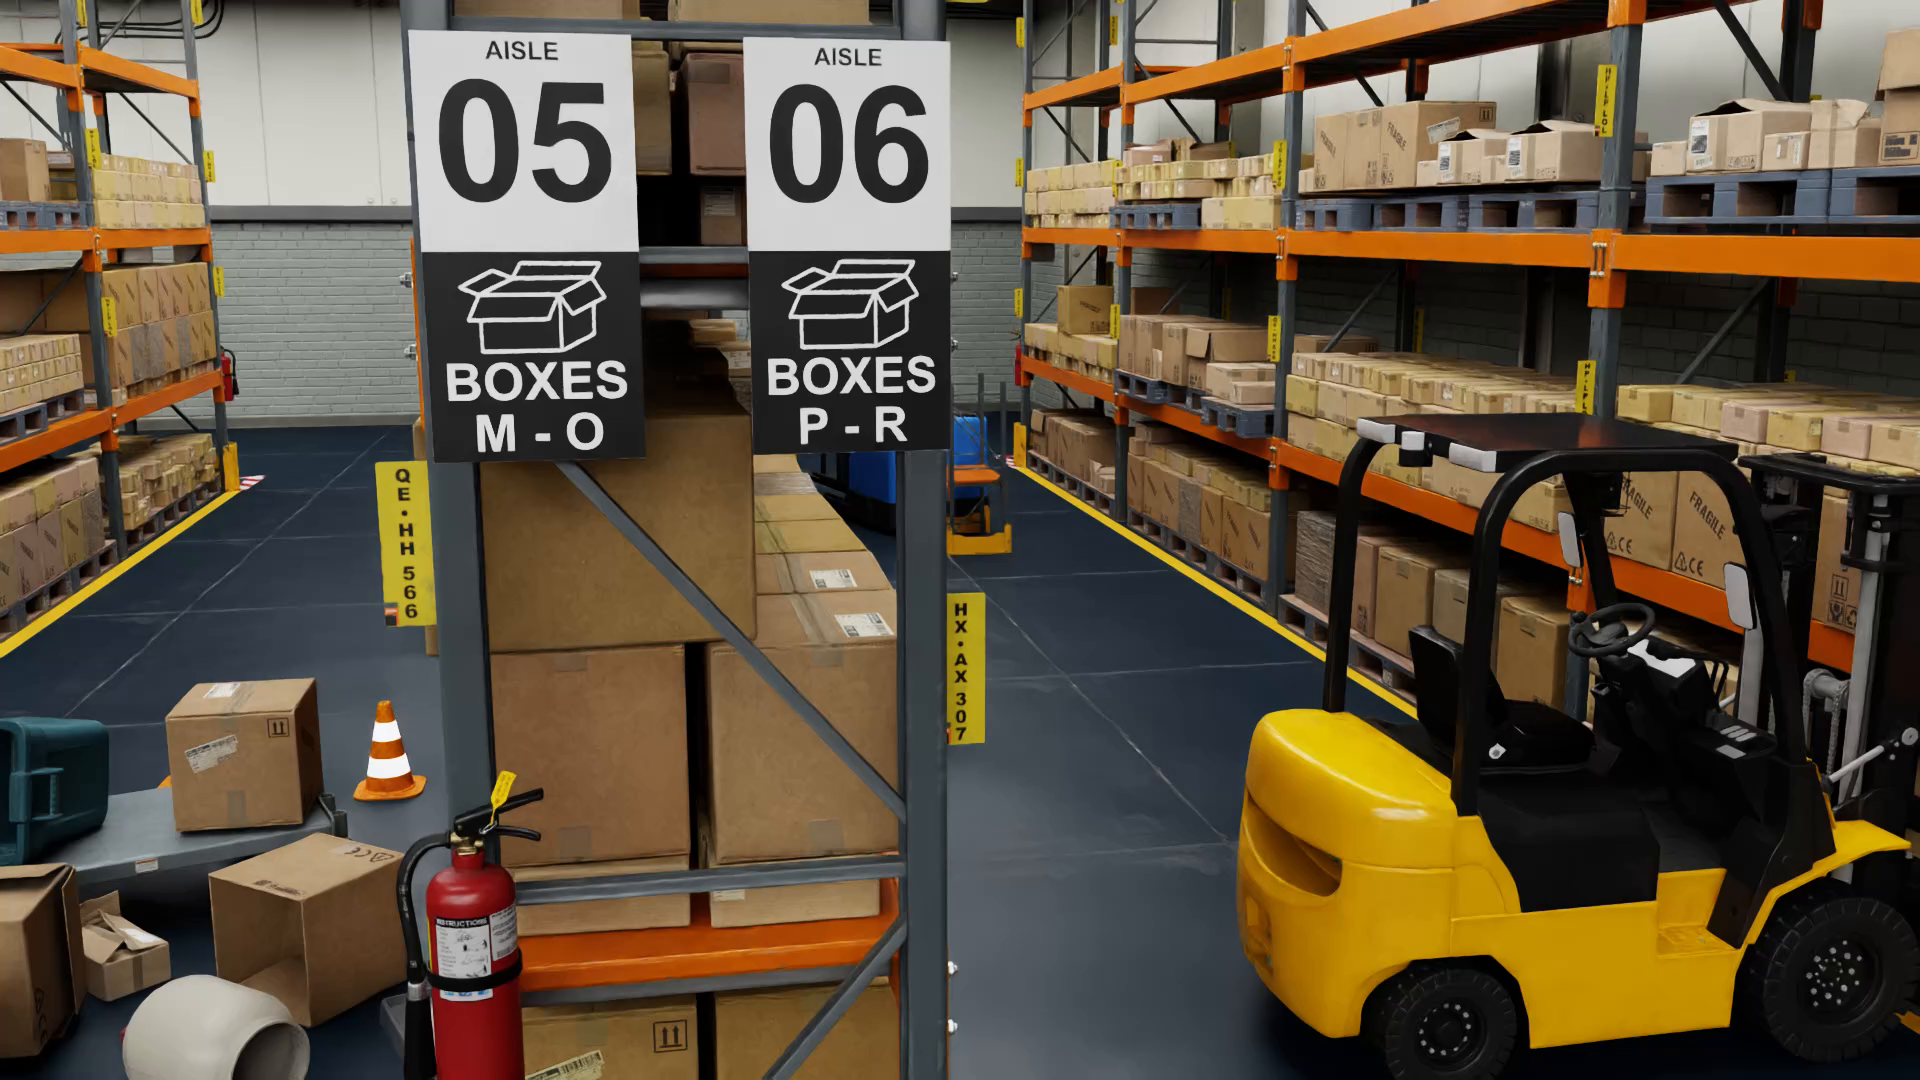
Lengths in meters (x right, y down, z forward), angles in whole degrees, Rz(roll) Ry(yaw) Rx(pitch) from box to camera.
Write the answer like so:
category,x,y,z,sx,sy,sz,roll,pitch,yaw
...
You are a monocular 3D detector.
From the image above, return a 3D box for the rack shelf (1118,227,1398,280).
category,x,y,z,sx,sy,sz,roll,pitch,yaw
rack shelf,2.395,-2.419,13.840,1.077,0.370,4.000,-2,11,-11

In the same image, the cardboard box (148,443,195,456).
category,x,y,z,sx,sy,sz,roll,pitch,yaw
cardboard box,-7.969,-0.889,16.810,0.380,0.149,0.250,-3,11,-13

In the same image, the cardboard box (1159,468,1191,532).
category,x,y,z,sx,sy,sz,roll,pitch,yaw
cardboard box,2.085,-0.358,14.673,0.500,0.500,0.500,-2,11,-13

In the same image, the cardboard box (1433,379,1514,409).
category,x,y,z,sx,sy,sz,roll,pitch,yaw
cardboard box,3.000,-0.854,9.714,0.380,0.149,0.250,-2,11,-11

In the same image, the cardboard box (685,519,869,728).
category,x,y,z,sx,sy,sz,roll,pitch,yaw
cardboard box,-0.553,0.236,4.927,0.500,0.500,0.500,-2,11,-12

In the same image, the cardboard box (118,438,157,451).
category,x,y,z,sx,sy,sz,roll,pitch,yaw
cardboard box,-8.536,-0.963,17.199,0.380,0.149,0.250,-2,11,-10

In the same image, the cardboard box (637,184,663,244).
category,x,y,z,sx,sy,sz,roll,pitch,yaw
cardboard box,-0.955,-0.833,4.252,0.380,0.149,0.250,-2,11,-11

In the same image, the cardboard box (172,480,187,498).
category,x,y,z,sx,sy,sz,roll,pitch,yaw
cardboard box,-7.848,-0.501,16.364,0.380,0.149,0.250,-2,11,-10

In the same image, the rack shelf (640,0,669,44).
category,x,y,z,sx,sy,sz,roll,pitch,yaw
rack shelf,-1.695,-2.782,8.791,1.077,0.370,4.000,-2,11,-11

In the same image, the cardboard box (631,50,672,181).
category,x,y,z,sx,sy,sz,roll,pitch,yaw
cardboard box,-0.892,-0.914,3.613,0.500,0.250,0.500,-2,11,-12

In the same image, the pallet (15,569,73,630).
category,x,y,z,sx,sy,sz,roll,pitch,yaw
pallet,-7.305,0.451,12.318,1.003,0.211,1.213,-2,11,-11

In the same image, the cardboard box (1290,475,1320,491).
category,x,y,z,sx,sy,sz,roll,pitch,yaw
cardboard box,2.836,-0.429,13.307,0.380,0.149,0.250,-2,11,-10

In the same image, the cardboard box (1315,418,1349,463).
category,x,y,z,sx,sy,sz,roll,pitch,yaw
cardboard box,2.723,-0.676,11.180,0.500,0.250,0.500,-2,11,-12

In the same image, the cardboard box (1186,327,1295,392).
category,x,y,z,sx,sy,sz,roll,pitch,yaw
cardboard box,2.285,-1.482,13.615,0.797,0.503,0.637,-2,11,-12

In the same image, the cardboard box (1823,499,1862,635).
category,x,y,z,sx,sy,sz,roll,pitch,yaw
cardboard box,3.686,0.124,6.310,0.500,0.500,0.500,-2,11,-11

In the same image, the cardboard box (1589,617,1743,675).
category,x,y,z,sx,sy,sz,roll,pitch,yaw
cardboard box,3.348,0.555,7.870,0.500,0.250,0.500,-2,11,-12

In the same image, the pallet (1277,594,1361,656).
category,x,y,z,sx,sy,sz,roll,pitch,yaw
pallet,2.906,0.590,11.586,1.003,0.211,1.213,-2,11,-11

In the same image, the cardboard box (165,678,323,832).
category,x,y,z,sx,sy,sz,roll,pitch,yaw
cardboard box,-3.047,0.909,7.114,0.500,0.500,0.500,-2,11,-11

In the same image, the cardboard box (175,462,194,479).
category,x,y,z,sx,sy,sz,roll,pitch,yaw
cardboard box,-7.877,-0.696,16.588,0.380,0.149,0.250,-2,11,-10

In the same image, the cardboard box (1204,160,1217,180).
category,x,y,z,sx,sy,sz,roll,pitch,yaw
cardboard box,2.174,-2.964,13.320,0.380,0.149,0.250,-2,11,-11

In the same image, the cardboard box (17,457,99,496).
category,x,y,z,sx,sy,sz,roll,pitch,yaw
cardboard box,-7.305,-0.506,13.440,0.500,0.250,0.500,-2,11,-13

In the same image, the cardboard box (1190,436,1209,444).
category,x,y,z,sx,sy,sz,roll,pitch,yaw
cardboard box,2.360,-0.906,15.815,0.380,0.149,0.250,-3,11,-13

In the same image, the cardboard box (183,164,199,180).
category,x,y,z,sx,sy,sz,roll,pitch,yaw
cardboard box,-8.123,-3.811,17.225,0.380,0.149,0.250,-2,11,-12

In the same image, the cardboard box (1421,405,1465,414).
category,x,y,z,sx,sy,sz,roll,pitch,yaw
cardboard box,3.015,-0.639,9.651,0.500,0.250,0.500,-2,11,-10

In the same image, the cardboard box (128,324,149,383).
category,x,y,z,sx,sy,sz,roll,pitch,yaw
cardboard box,-7.651,-1.672,14.949,0.500,0.500,0.500,-2,11,-11

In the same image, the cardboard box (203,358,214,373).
category,x,y,z,sx,sy,sz,roll,pitch,yaw
cardboard box,-8.136,-1.847,17.603,0.380,0.149,0.250,-2,11,-11

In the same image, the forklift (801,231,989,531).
category,x,y,z,sx,sy,sz,roll,pitch,yaw
forklift,-0.823,-1.757,16.640,1.130,2.935,3.031,-5,12,-25

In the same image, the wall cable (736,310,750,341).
category,x,y,z,sx,sy,sz,roll,pitch,yaw
wall cable,-3.371,-3.805,24.499,0.588,1.984,0.122,-2,11,-11

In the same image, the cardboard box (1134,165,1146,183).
category,x,y,z,sx,sy,sz,roll,pitch,yaw
cardboard box,1.763,-3.253,14.780,0.380,0.149,0.250,-2,11,-12

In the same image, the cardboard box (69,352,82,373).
category,x,y,z,sx,sy,sz,roll,pitch,yaw
cardboard box,-7.427,-1.449,13.596,0.380,0.149,0.250,-2,11,-9

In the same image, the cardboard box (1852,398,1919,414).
category,x,y,z,sx,sy,sz,roll,pitch,yaw
cardboard box,4.103,-0.526,7.193,0.380,0.149,0.250,-2,11,-12

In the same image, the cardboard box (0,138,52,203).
category,x,y,z,sx,sy,sz,roll,pitch,yaw
cardboard box,-7.732,-2.942,13.270,0.700,0.500,0.500,-2,11,-11

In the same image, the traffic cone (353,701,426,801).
category,x,y,z,sx,sy,sz,roll,pitch,yaw
traffic cone,-2.921,1.052,8.484,0.336,0.463,0.334,-2,11,-11

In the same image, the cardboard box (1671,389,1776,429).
category,x,y,z,sx,sy,sz,roll,pitch,yaw
cardboard box,3.490,-0.599,7.579,0.380,0.149,0.250,-2,11,-10

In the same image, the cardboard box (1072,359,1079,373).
category,x,y,z,sx,sy,sz,roll,pitch,yaw
cardboard box,1.413,-1.876,17.753,0.380,0.149,0.250,-2,11,-11

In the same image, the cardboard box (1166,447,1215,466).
category,x,y,z,sx,sy,sz,roll,pitch,yaw
cardboard box,2.072,-0.743,14.959,0.380,0.149,0.250,-2,11,-12

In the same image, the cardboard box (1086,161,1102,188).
category,x,y,z,sx,sy,sz,roll,pitch,yaw
cardboard box,1.564,-3.634,16.567,0.500,0.250,0.500,-2,11,-12

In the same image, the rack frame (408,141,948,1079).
category,x,y,z,sx,sy,sz,roll,pitch,yaw
rack frame,-0.528,0.716,3.465,1.000,3.000,0.127,-2,11,-11

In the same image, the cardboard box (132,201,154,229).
category,x,y,z,sx,sy,sz,roll,pitch,yaw
cardboard box,-7.718,-2.968,15.202,0.500,0.250,0.500,-2,11,-9

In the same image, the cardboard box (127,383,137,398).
category,x,y,z,sx,sy,sz,roll,pitch,yaw
cardboard box,-7.706,-1.368,15.089,0.380,0.149,0.250,-3,11,-14

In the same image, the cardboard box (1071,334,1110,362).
category,x,y,z,sx,sy,sz,roll,pitch,yaw
cardboard box,1.471,-2.006,17.374,0.500,0.250,0.500,-2,11,-11

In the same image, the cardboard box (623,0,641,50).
category,x,y,z,sx,sy,sz,roll,pitch,yaw
cardboard box,-0.896,-1.126,3.659,0.380,0.149,0.250,-2,11,-10

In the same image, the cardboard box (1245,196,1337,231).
category,x,y,z,sx,sy,sz,roll,pitch,yaw
cardboard box,2.446,-2.418,12.308,0.500,0.250,0.500,-2,11,-13

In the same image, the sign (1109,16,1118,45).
category,x,y,z,sx,sy,sz,roll,pitch,yaw
sign,1.776,-5.900,19.258,0.100,0.325,0.005,-2,11,-11

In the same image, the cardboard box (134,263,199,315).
category,x,y,z,sx,sy,sz,roll,pitch,yaw
cardboard box,-8.045,-2.538,16.827,0.500,0.500,0.500,-3,11,-13

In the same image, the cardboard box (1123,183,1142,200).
category,x,y,z,sx,sy,sz,roll,pitch,yaw
cardboard box,1.690,-3.154,15.055,0.380,0.149,0.250,-2,11,-10

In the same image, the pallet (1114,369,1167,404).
category,x,y,z,sx,sy,sz,roll,pitch,yaw
pallet,2.054,-1.421,15.208,1.003,0.211,1.213,-2,11,-11

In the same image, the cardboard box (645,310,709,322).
category,x,y,z,sx,sy,sz,roll,pitch,yaw
cardboard box,-1.940,-1.391,11.593,0.500,0.500,0.500,-2,11,-13

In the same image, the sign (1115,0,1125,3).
category,x,y,z,sx,sy,sz,roll,pitch,yaw
sign,1.470,-5.094,15.239,0.100,0.325,0.005,-2,11,-11

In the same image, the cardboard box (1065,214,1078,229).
category,x,y,z,sx,sy,sz,roll,pitch,yaw
cardboard box,1.318,-3.353,17.491,0.380,0.149,0.250,-2,11,-10

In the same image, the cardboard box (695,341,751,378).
category,x,y,z,sx,sy,sz,roll,pitch,yaw
cardboard box,-1.051,-0.837,7.703,0.380,0.149,0.250,-2,11,-11

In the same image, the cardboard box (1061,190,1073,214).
category,x,y,z,sx,sy,sz,roll,pitch,yaw
cardboard box,1.376,-3.573,17.585,0.500,0.250,0.500,-2,11,-12

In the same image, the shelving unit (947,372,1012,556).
category,x,y,z,sx,sy,sz,roll,pitch,yaw
shelving unit,0.064,-0.704,14.895,0.587,1.500,1.083,-2,10,-10

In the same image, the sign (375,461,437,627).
category,x,y,z,sx,sy,sz,roll,pitch,yaw
sign,-1.077,0.009,3.241,0.100,0.325,0.005,-2,11,-11

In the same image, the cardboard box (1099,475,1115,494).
category,x,y,z,sx,sy,sz,roll,pitch,yaw
cardboard box,1.609,-0.563,16.689,0.380,0.149,0.250,-2,11,-13

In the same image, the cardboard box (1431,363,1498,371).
category,x,y,z,sx,sy,sz,roll,pitch,yaw
cardboard box,3.287,-1.061,10.799,0.380,0.149,0.250,-2,11,-11

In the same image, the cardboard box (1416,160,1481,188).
category,x,y,z,sx,sy,sz,roll,pitch,yaw
cardboard box,2.900,-2.136,9.711,0.380,0.149,0.250,-2,11,-12

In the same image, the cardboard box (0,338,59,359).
category,x,y,z,sx,sy,sz,roll,pitch,yaw
cardboard box,-7.327,-1.498,13.056,0.380,0.149,0.250,-2,11,-13

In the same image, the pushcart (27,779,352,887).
category,x,y,z,sx,sy,sz,roll,pitch,yaw
pushcart,-3.533,1.363,7.081,1.648,0.377,0.936,-6,13,-31
